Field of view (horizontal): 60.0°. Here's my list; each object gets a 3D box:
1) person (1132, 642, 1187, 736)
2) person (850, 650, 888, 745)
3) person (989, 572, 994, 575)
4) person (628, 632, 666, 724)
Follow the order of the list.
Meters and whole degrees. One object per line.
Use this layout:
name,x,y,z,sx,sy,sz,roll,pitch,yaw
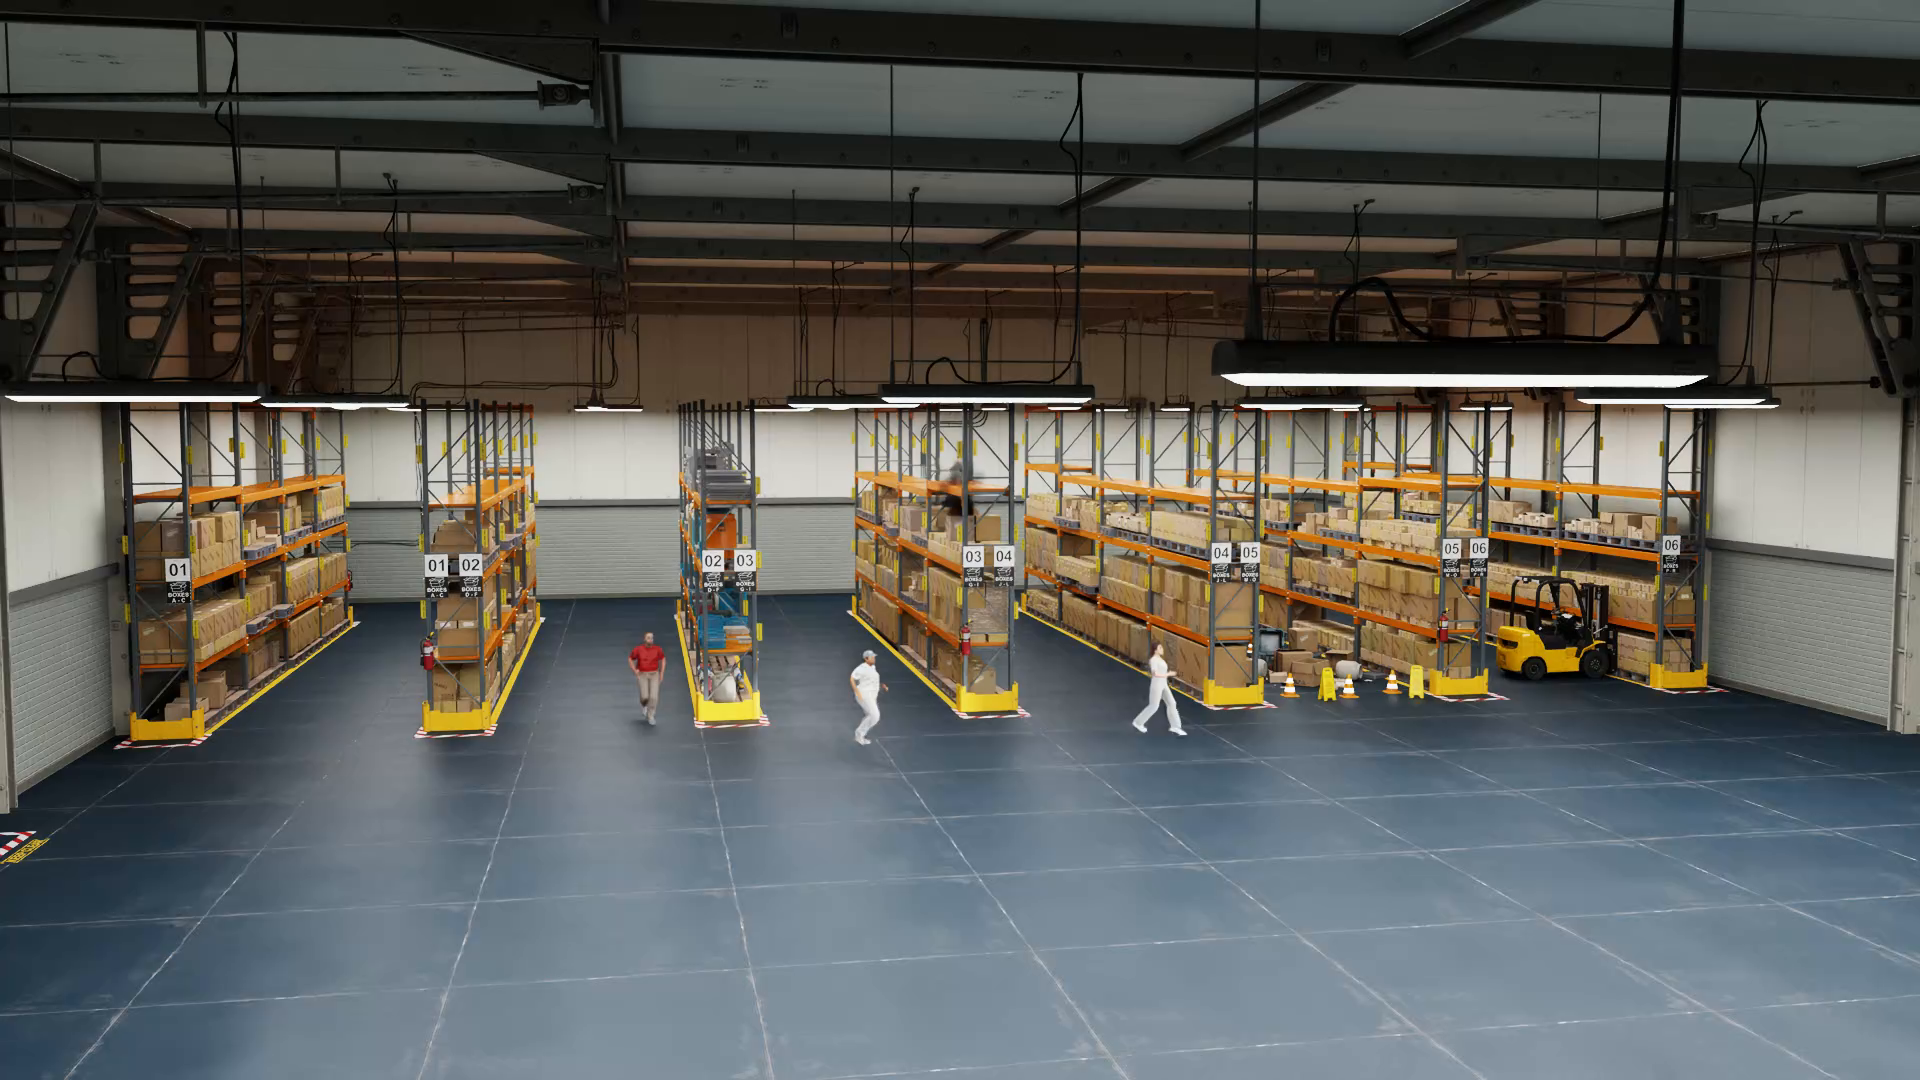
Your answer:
person,3.565,2.644,29.665,0.965,1.668,0.572,2,5,24
person,-1.563,2.727,28.852,0.578,1.636,0.612,2,5,20
person,0.833,1.312,47.134,0.732,1.725,0.673,0,4,4
person,-5.797,2.562,30.922,0.695,1.691,0.549,-1,5,-19
